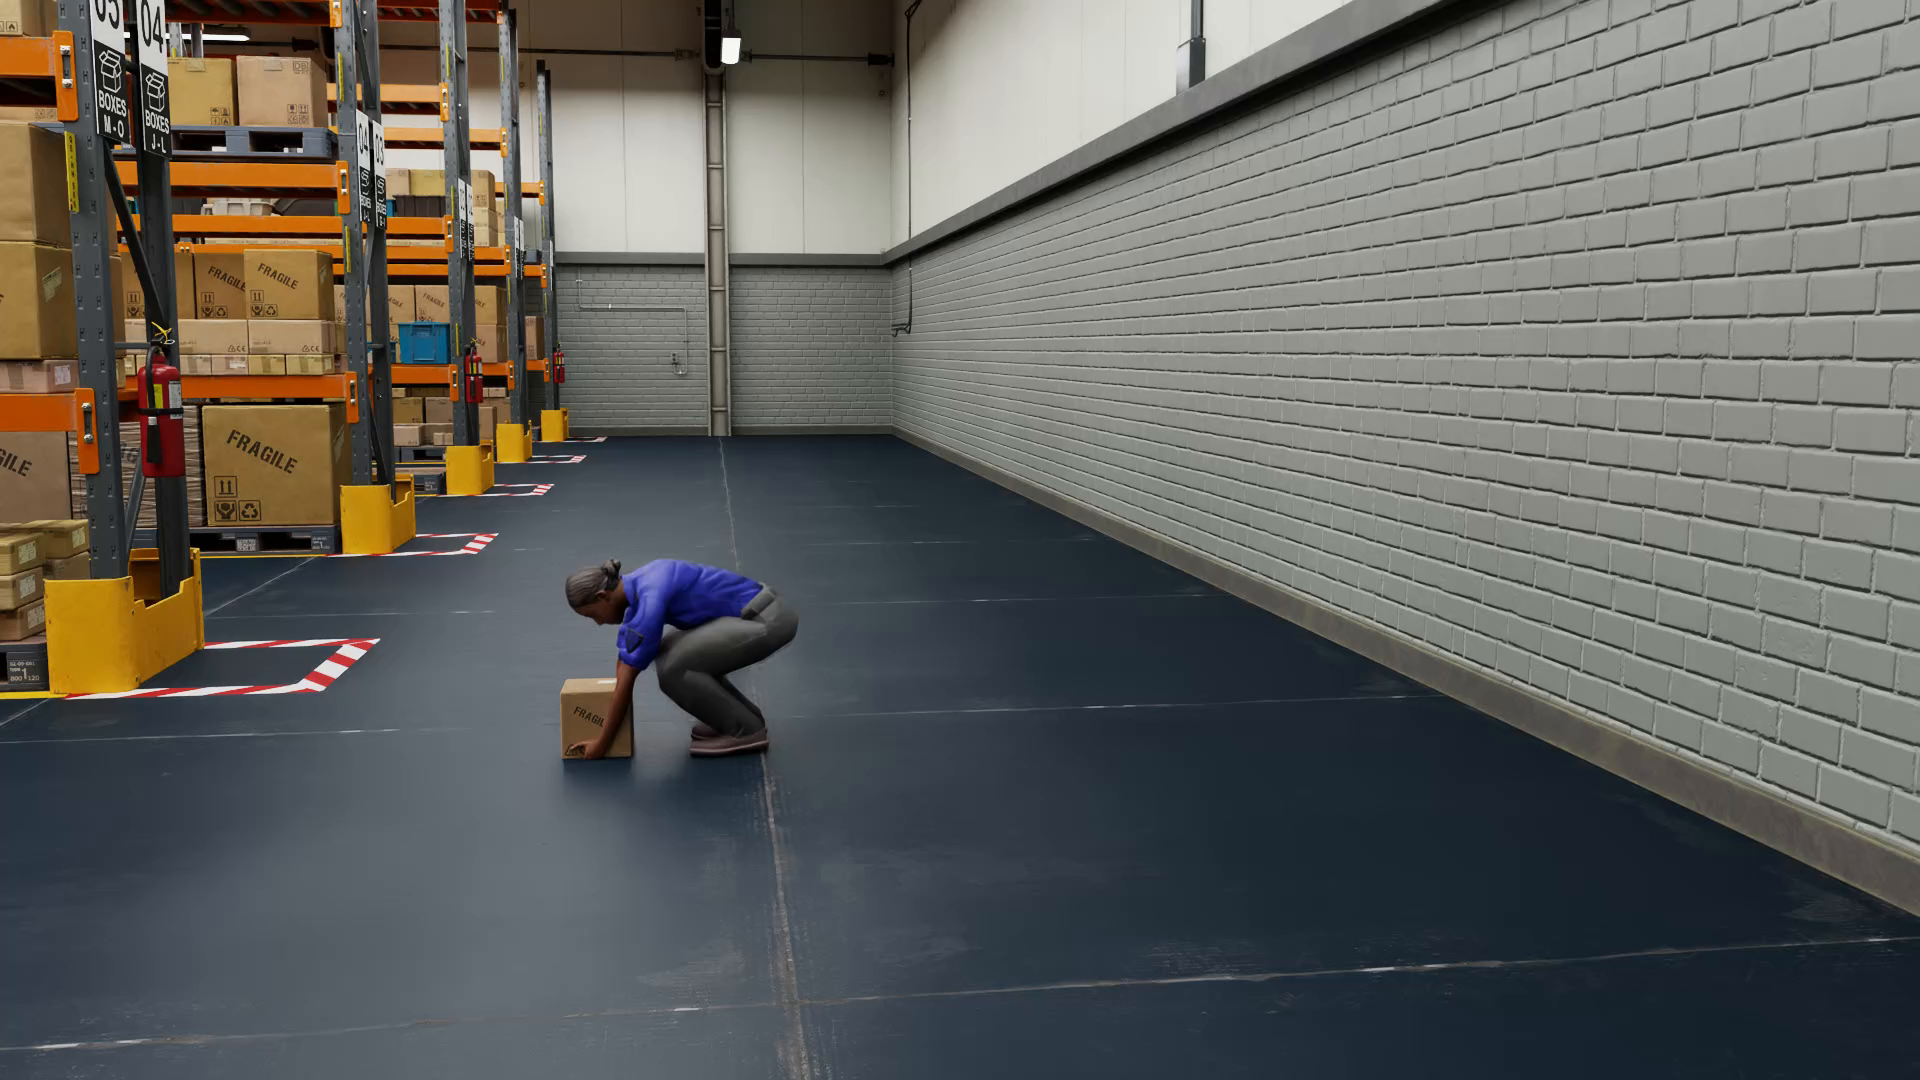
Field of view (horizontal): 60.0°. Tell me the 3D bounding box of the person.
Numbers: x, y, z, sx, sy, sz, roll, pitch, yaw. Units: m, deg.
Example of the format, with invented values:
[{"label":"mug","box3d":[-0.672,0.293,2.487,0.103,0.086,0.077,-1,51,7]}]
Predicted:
[{"label":"person","box3d":[-1.034,0.430,6.251,0.858,0.746,0.458,-1,7,-10]}]
